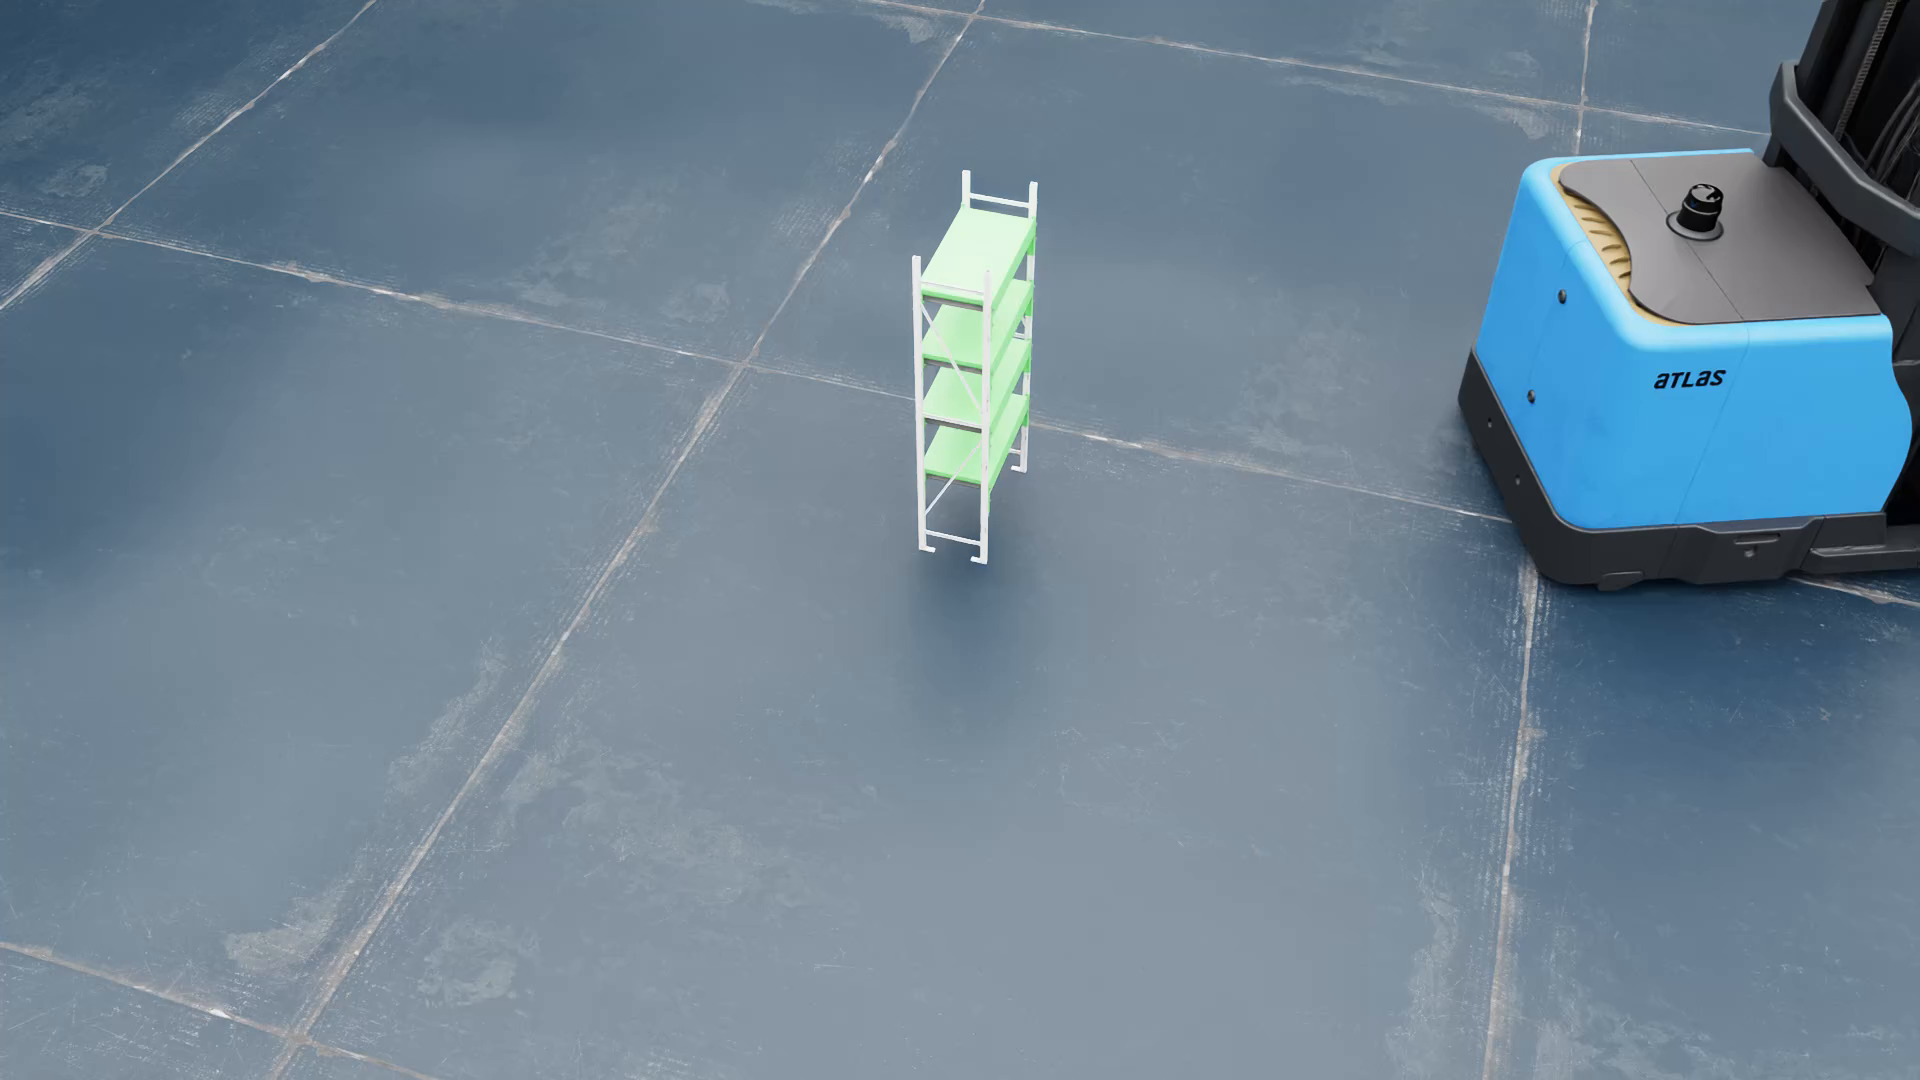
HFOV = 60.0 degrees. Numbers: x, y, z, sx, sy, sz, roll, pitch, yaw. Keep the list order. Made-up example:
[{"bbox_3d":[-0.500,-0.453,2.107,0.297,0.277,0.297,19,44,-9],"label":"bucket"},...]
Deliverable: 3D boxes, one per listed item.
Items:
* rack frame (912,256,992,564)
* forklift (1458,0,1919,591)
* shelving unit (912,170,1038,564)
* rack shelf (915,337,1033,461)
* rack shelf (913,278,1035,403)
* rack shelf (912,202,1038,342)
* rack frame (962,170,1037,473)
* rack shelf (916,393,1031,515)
[{"bbox_3d":[-0.024,-0.377,5.277,0.240,1.200,0.015,13,46,12],"label":"rack frame"},{"bbox_3d":[3.394,-1.303,4.986,3.031,2.935,1.130,-4,44,-4],"label":"forklift"},{"bbox_3d":[0.050,-0.539,5.443,0.258,1.200,0.503,13,46,12],"label":"shelving unit"},{"bbox_3d":[0.050,-0.494,5.488,0.258,0.148,0.480,13,46,12],"label":"rack shelf"},{"bbox_3d":[0.050,-0.665,5.320,0.258,0.148,0.480,13,46,12],"label":"rack shelf"},{"bbox_3d":[0.050,-0.837,5.152,0.258,0.148,0.480,13,46,12],"label":"rack shelf"},{"bbox_3d":[0.124,-0.702,5.609,0.240,1.200,0.015,13,46,12],"label":"rack frame"},{"bbox_3d":[0.050,-0.322,5.656,0.258,0.148,0.480,13,46,12],"label":"rack shelf"}]
